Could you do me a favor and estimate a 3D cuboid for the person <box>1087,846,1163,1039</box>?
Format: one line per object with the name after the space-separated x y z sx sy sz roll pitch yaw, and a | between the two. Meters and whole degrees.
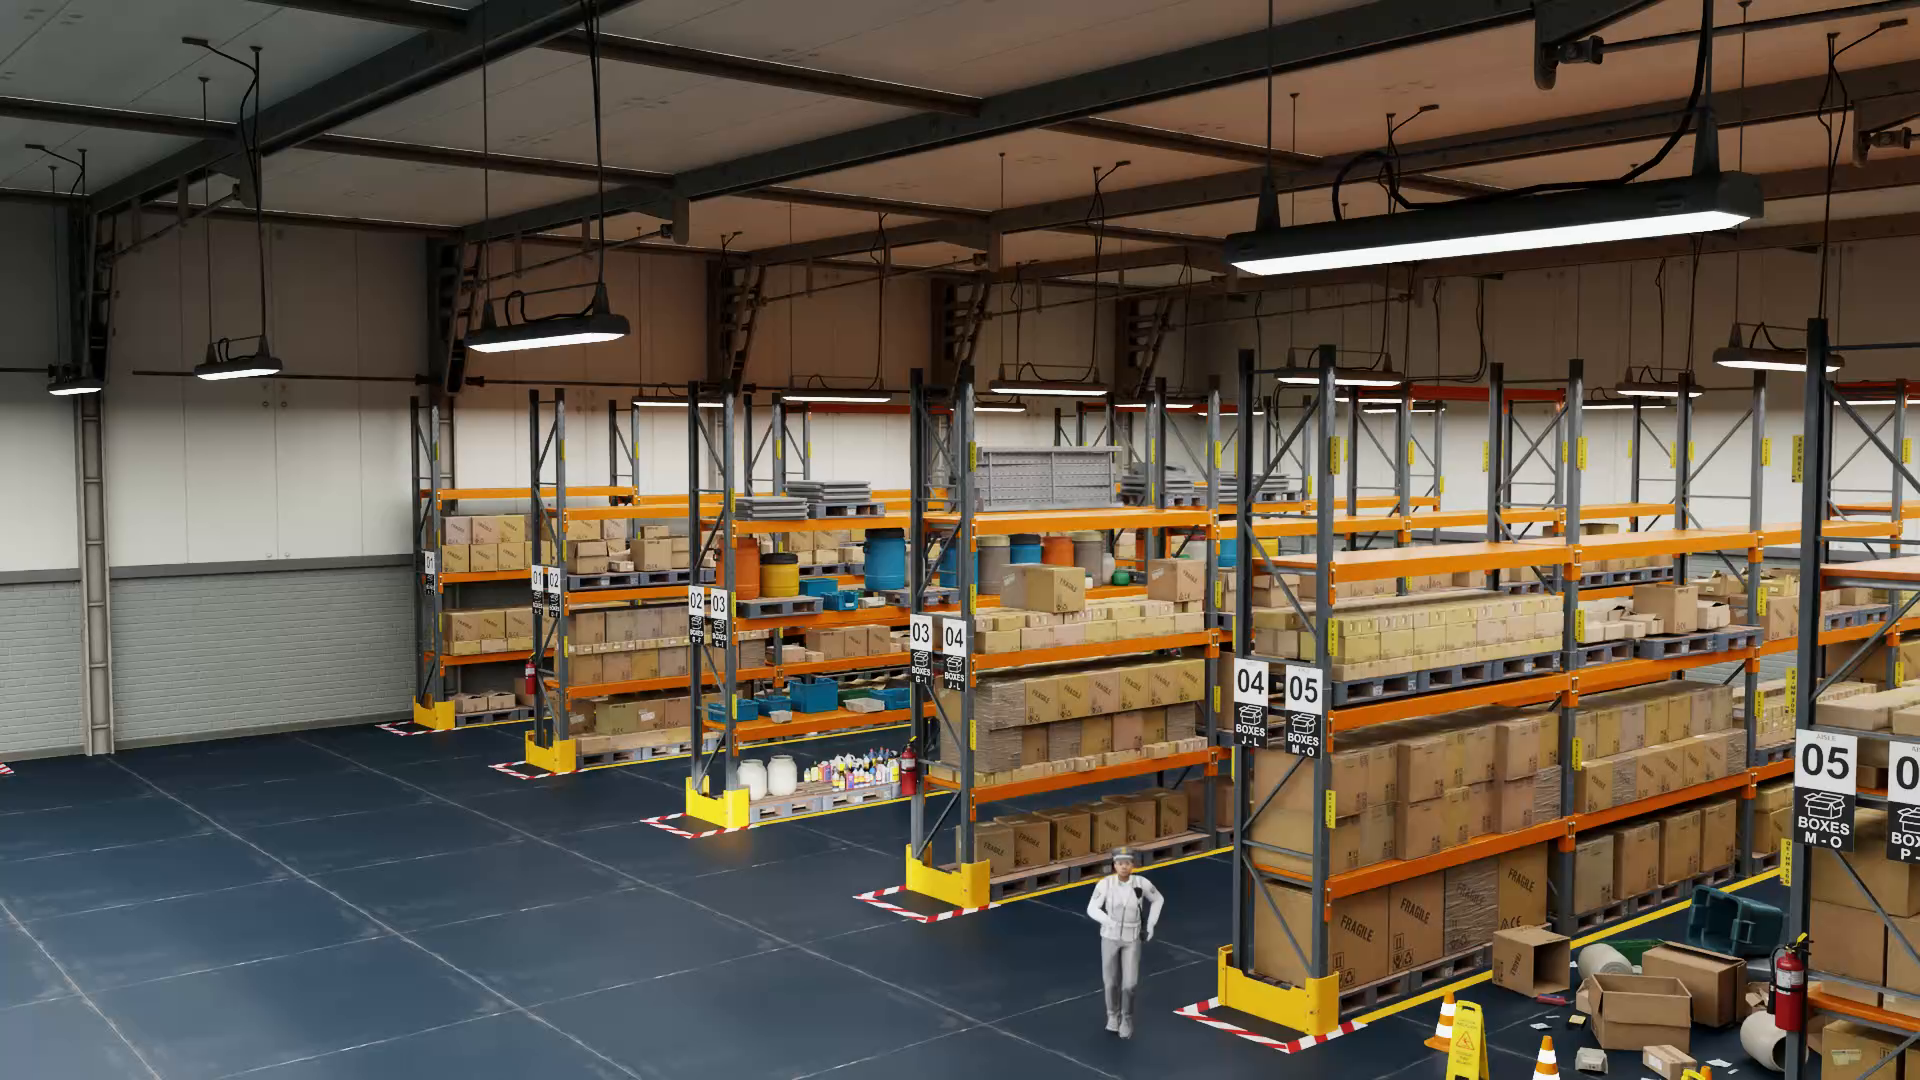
1.418 3.484 14.381 0.639 1.700 0.624 1 3 11 | person

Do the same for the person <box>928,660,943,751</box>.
-0.309 2.712 27.799 0.540 1.580 0.889 3 5 43 | person

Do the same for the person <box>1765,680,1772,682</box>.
12.176 2.906 24.970 0.613 1.609 0.581 -2 4 -30 | person
